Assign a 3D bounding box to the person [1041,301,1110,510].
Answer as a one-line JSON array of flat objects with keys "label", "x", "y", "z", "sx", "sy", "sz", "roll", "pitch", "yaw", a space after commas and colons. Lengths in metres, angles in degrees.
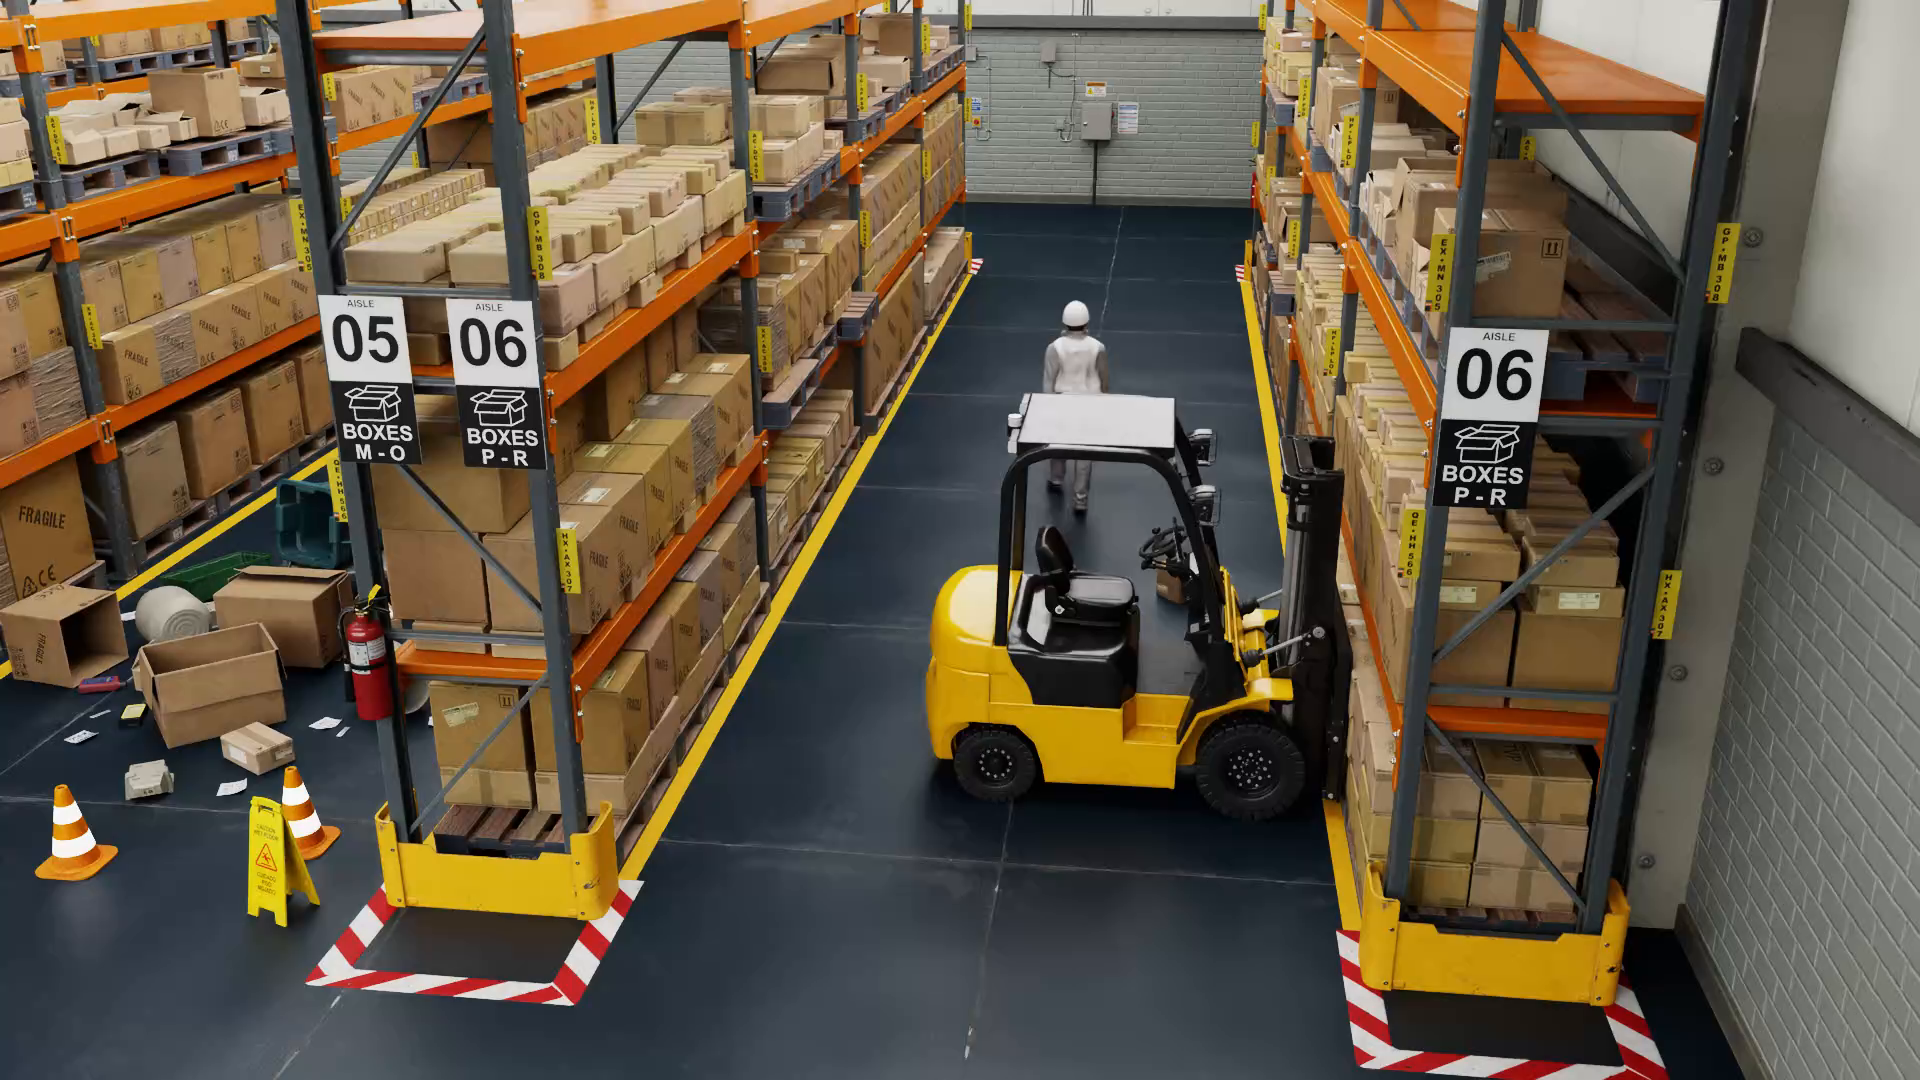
[{"label": "person", "x": 0.975, "y": -1.201, "z": 14.134, "sx": 0.576, "sy": 1.736, "sz": 0.946, "roll": 2, "pitch": 21, "yaw": 4}]
